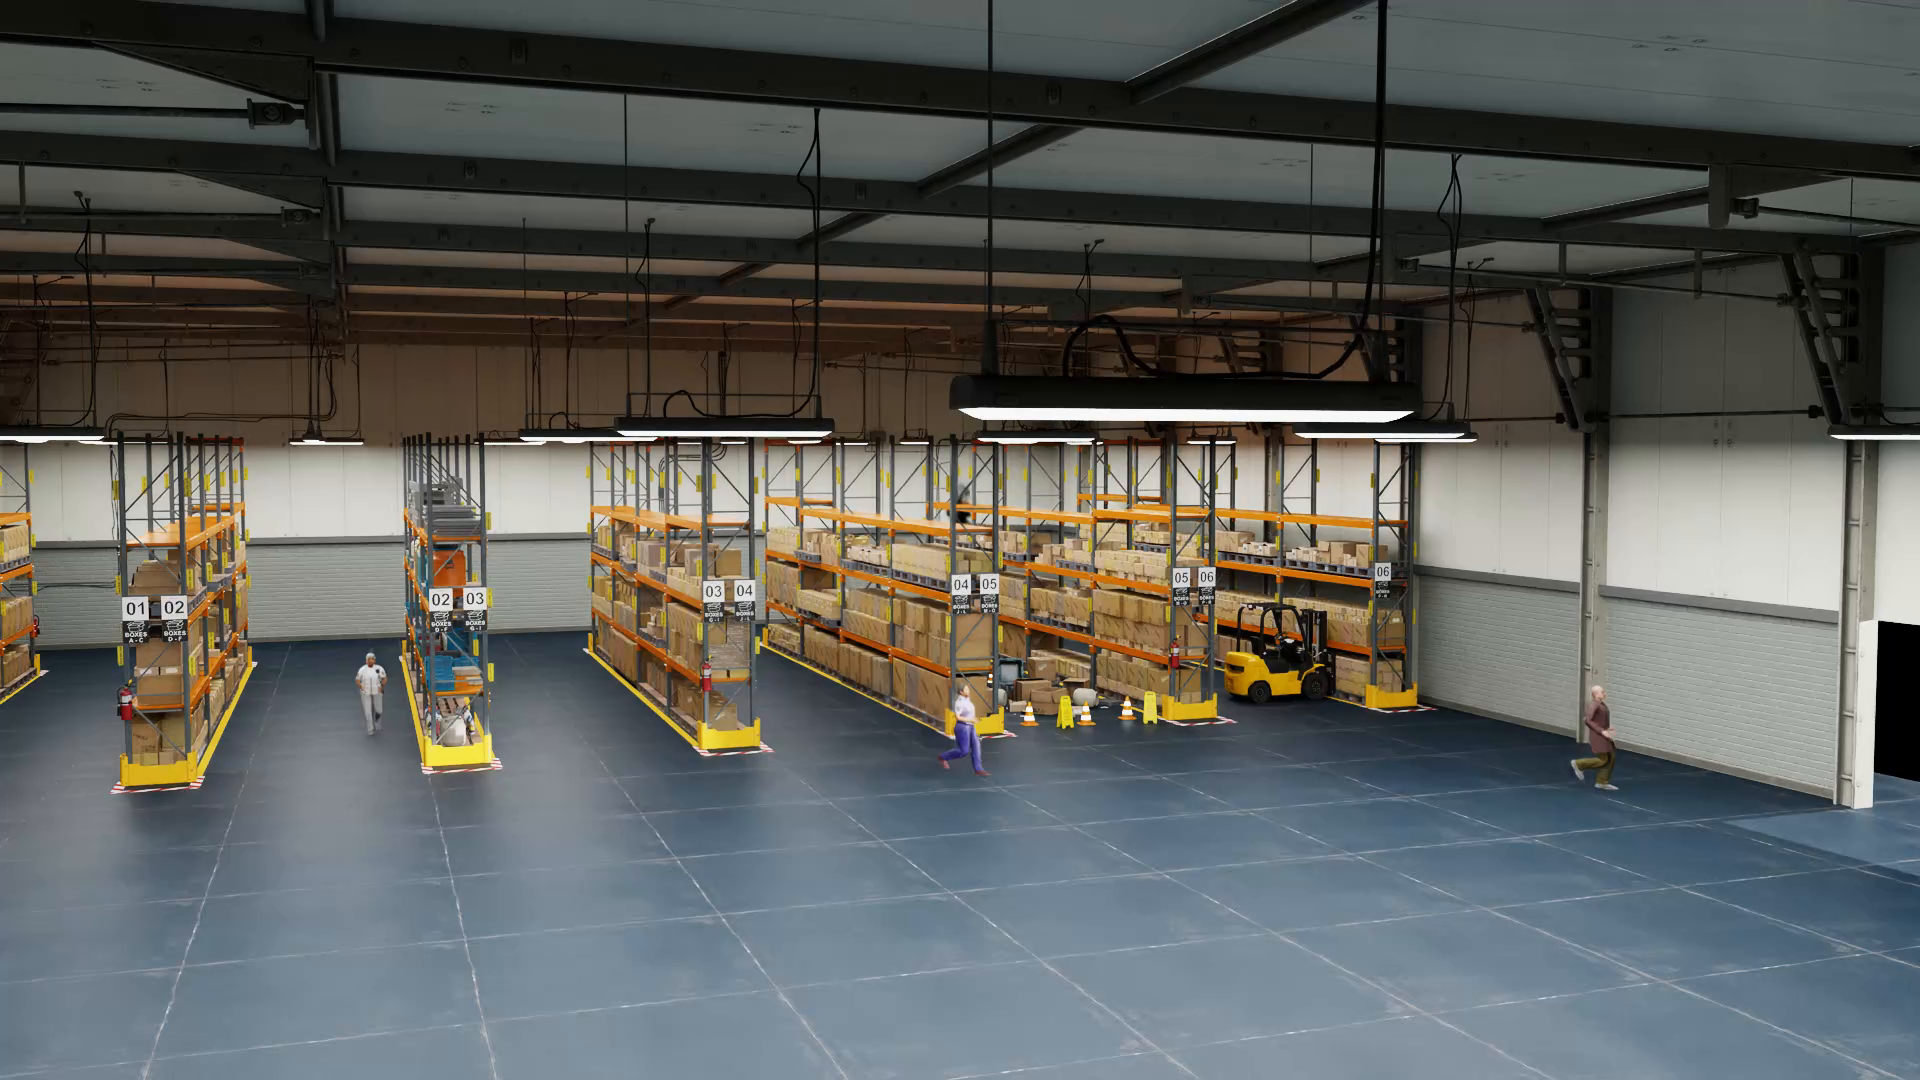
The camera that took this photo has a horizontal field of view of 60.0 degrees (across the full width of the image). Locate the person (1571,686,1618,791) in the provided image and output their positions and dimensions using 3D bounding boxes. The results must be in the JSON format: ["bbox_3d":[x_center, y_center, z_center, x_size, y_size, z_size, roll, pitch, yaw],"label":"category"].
[{"bbox_3d":[10.674,3.312,27.906,0.756,1.743,0.711,2,4,34],"label":"person"}]

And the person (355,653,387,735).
[{"bbox_3d":[-11.748,3.071,33.202,0.594,1.618,0.548,-1,3,-21],"label":"person"}]

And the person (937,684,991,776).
[{"bbox_3d":[0.086,3.304,28.986,0.932,1.614,0.621,1,3,18],"label":"person"}]
